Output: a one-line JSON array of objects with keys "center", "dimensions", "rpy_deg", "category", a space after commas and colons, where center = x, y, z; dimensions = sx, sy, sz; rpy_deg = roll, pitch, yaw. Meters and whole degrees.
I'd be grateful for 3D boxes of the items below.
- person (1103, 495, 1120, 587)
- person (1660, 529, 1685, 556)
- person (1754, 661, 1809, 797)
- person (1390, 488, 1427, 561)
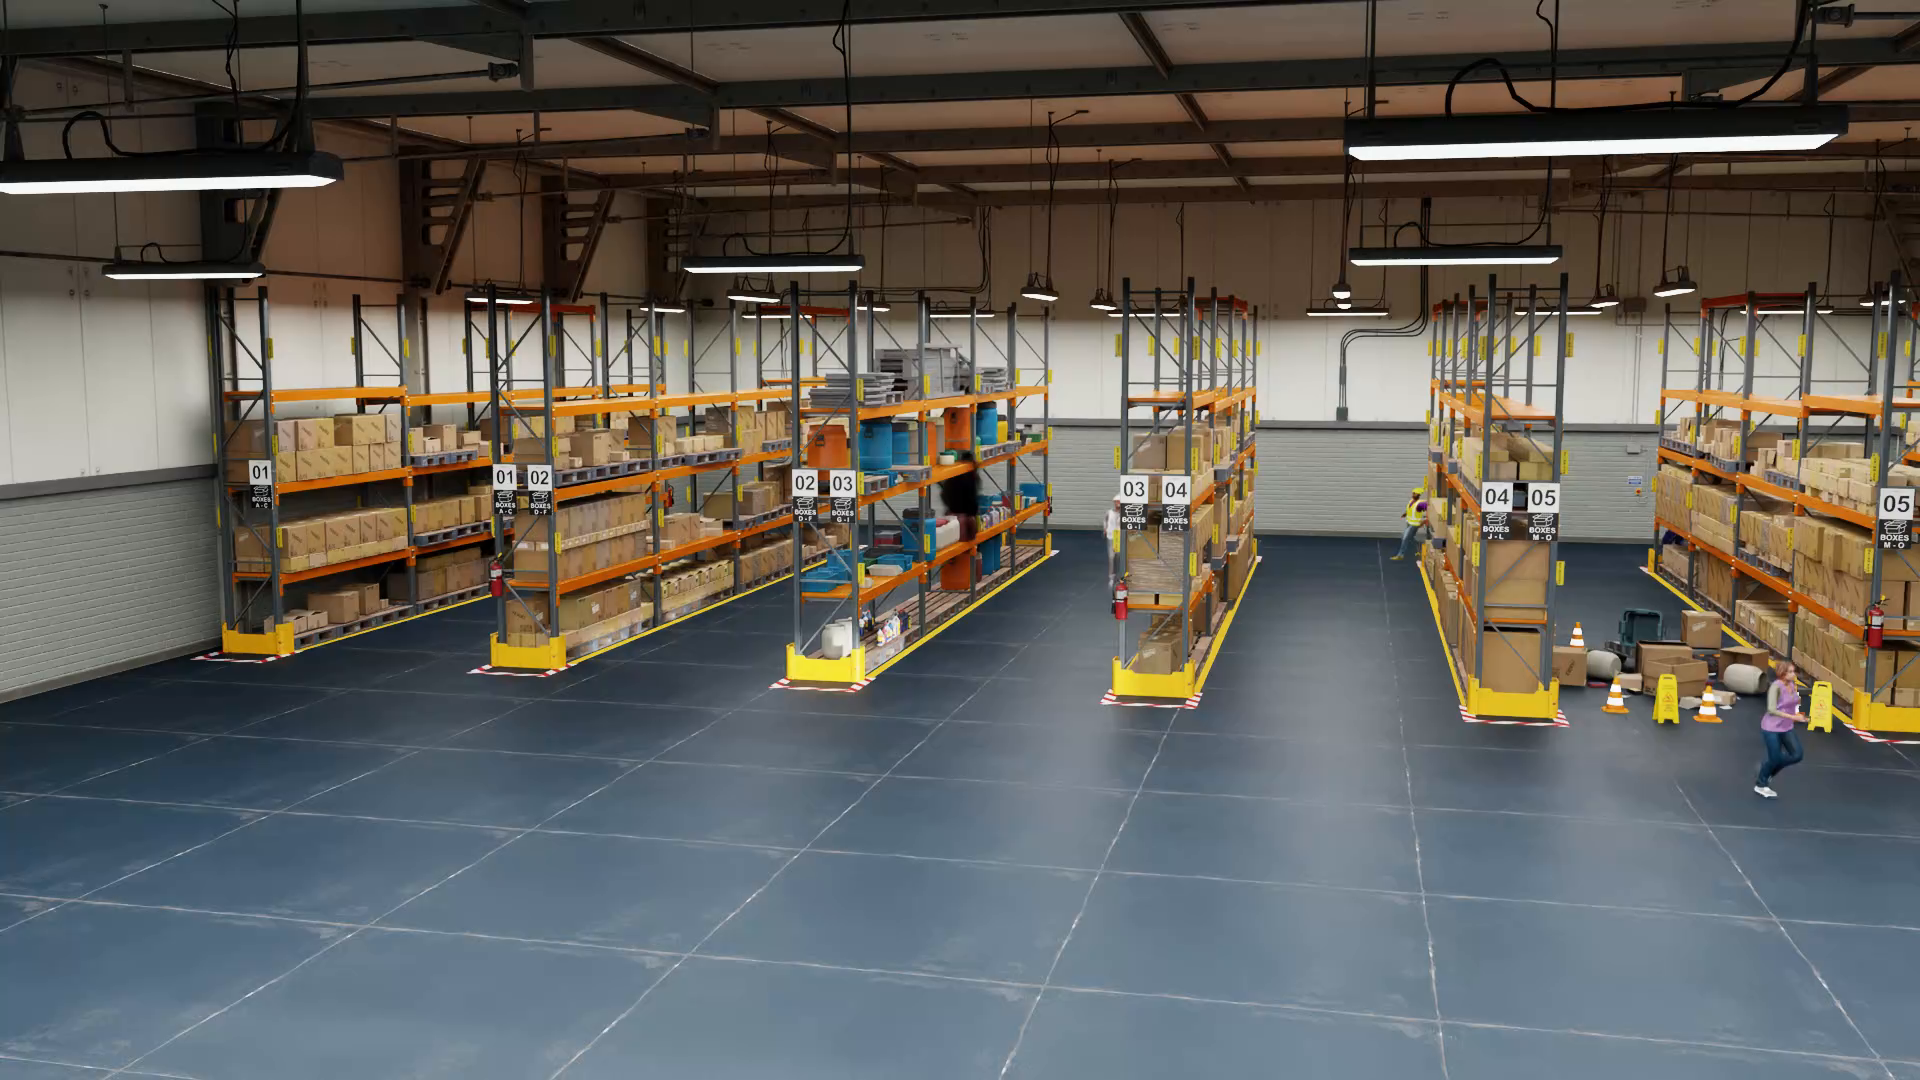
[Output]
[{"center": [3.152, -0.006, 33.205], "dimensions": [0.650, 1.798, 0.873], "rpy_deg": [1, 7, 11], "category": "person"}, {"center": [16.511, -0.235, 38.555], "dimensions": [0.651, 1.571, 0.915], "rpy_deg": [-5, 8, -38], "category": "person"}, {"center": [9.144, 2.121, 18.475], "dimensions": [0.514, 1.537, 0.602], "rpy_deg": [-3, 7, -26], "category": "person"}, {"center": [10.688, -0.378, 39.215], "dimensions": [0.971, 1.737, 0.761], "rpy_deg": [-2, 7, -14], "category": "person"}]
